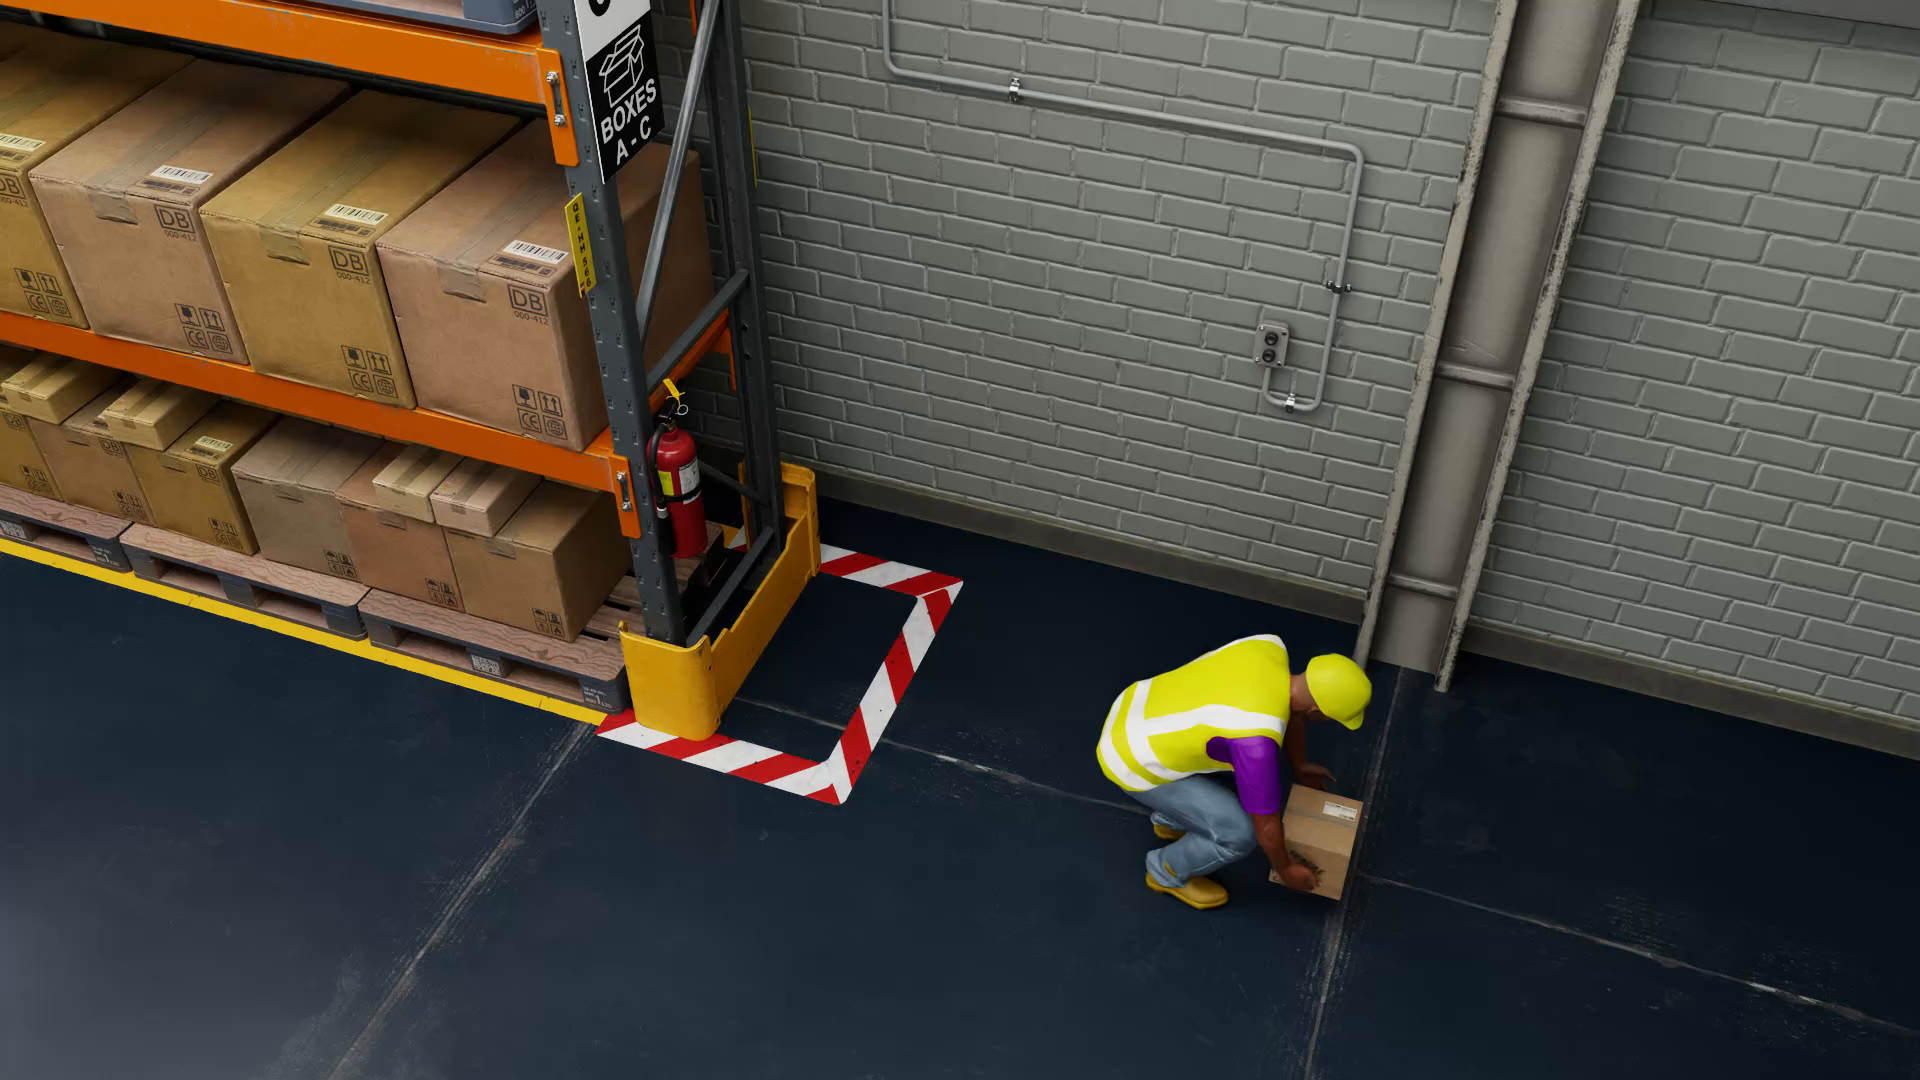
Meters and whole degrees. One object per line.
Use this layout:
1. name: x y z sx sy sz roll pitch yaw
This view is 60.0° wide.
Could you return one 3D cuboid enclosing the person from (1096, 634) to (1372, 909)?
1. person: 0.921 0.754 5.765 0.856 1.133 0.608 13 43 15
